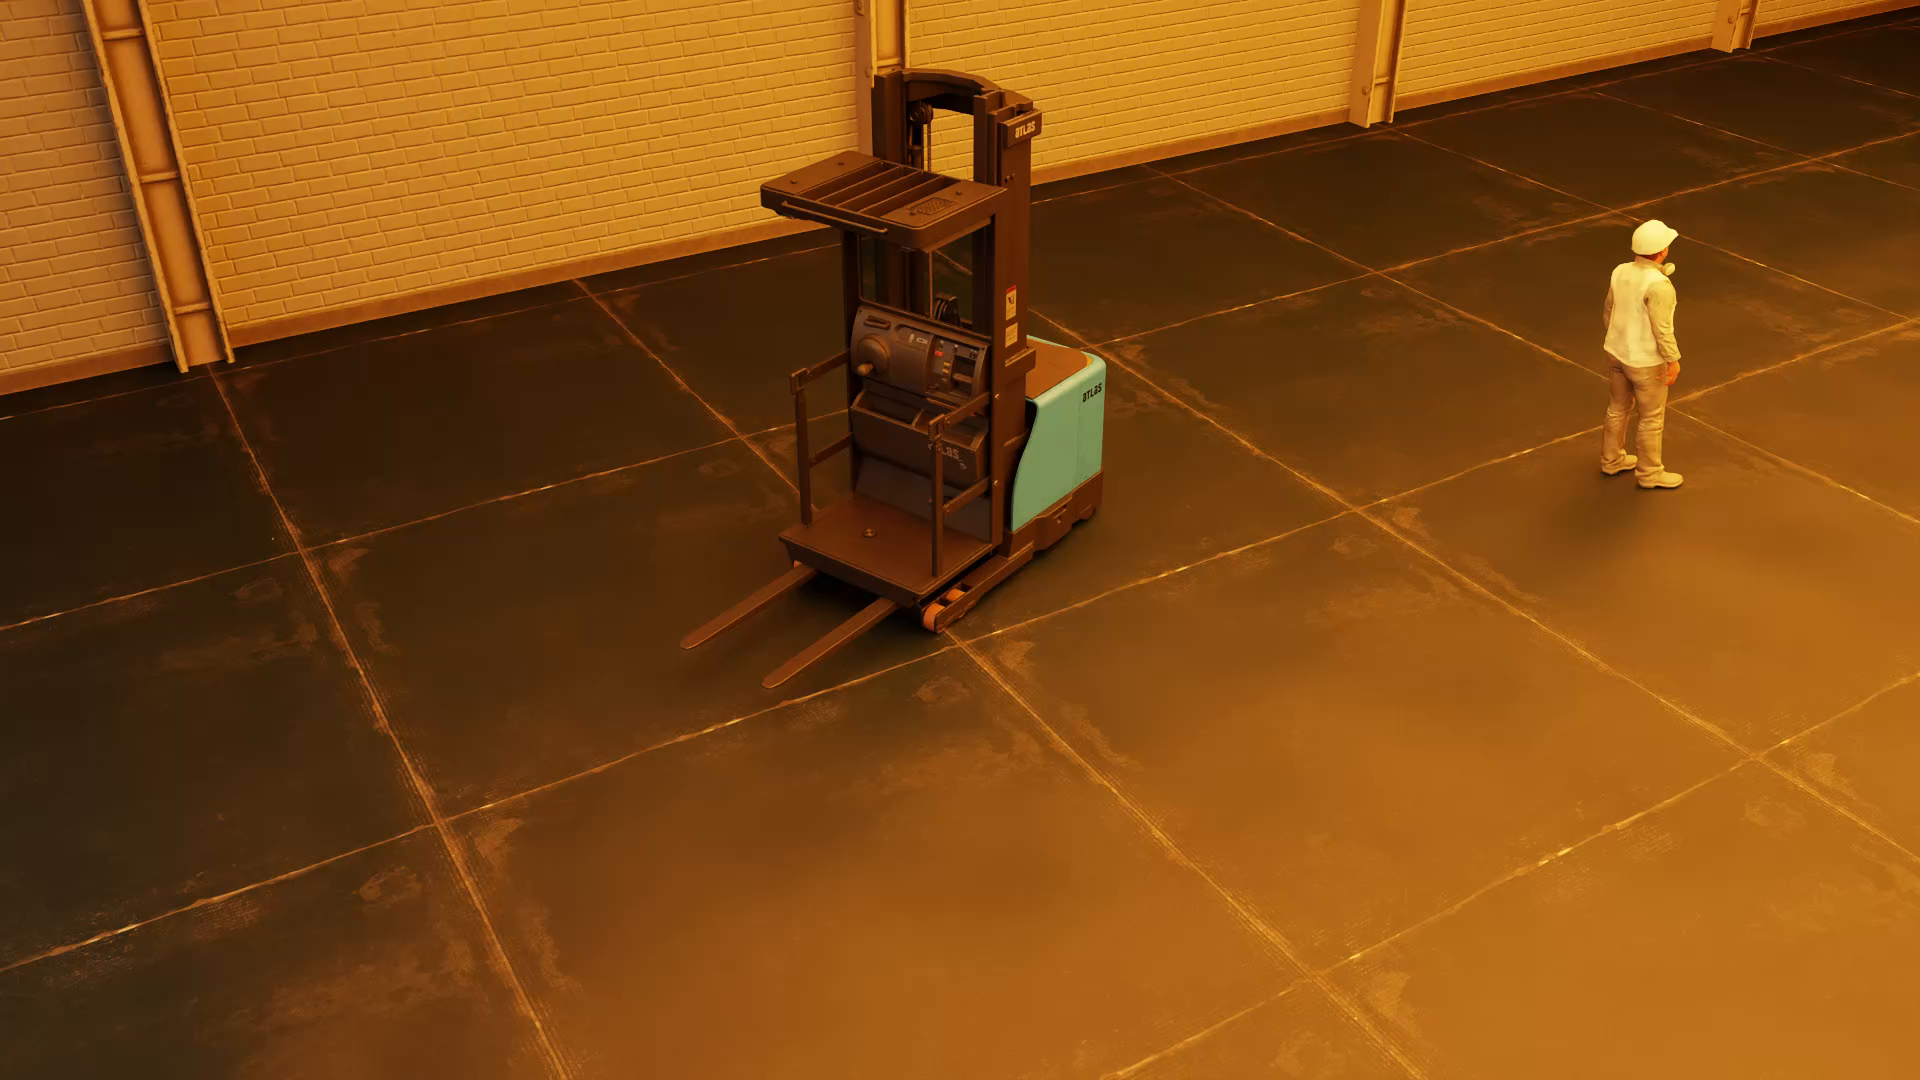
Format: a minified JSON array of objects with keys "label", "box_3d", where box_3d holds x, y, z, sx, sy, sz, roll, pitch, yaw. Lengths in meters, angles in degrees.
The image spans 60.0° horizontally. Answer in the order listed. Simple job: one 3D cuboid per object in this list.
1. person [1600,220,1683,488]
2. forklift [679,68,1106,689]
[{"label":"person","box_3d":[4.471,-1.225,10.805,0.569,1.773,0.632,-10,32,-16]},{"label":"forklift","box_3d":[-0.365,-1.007,9.329,1.130,2.935,3.031,21,37,31]}]
